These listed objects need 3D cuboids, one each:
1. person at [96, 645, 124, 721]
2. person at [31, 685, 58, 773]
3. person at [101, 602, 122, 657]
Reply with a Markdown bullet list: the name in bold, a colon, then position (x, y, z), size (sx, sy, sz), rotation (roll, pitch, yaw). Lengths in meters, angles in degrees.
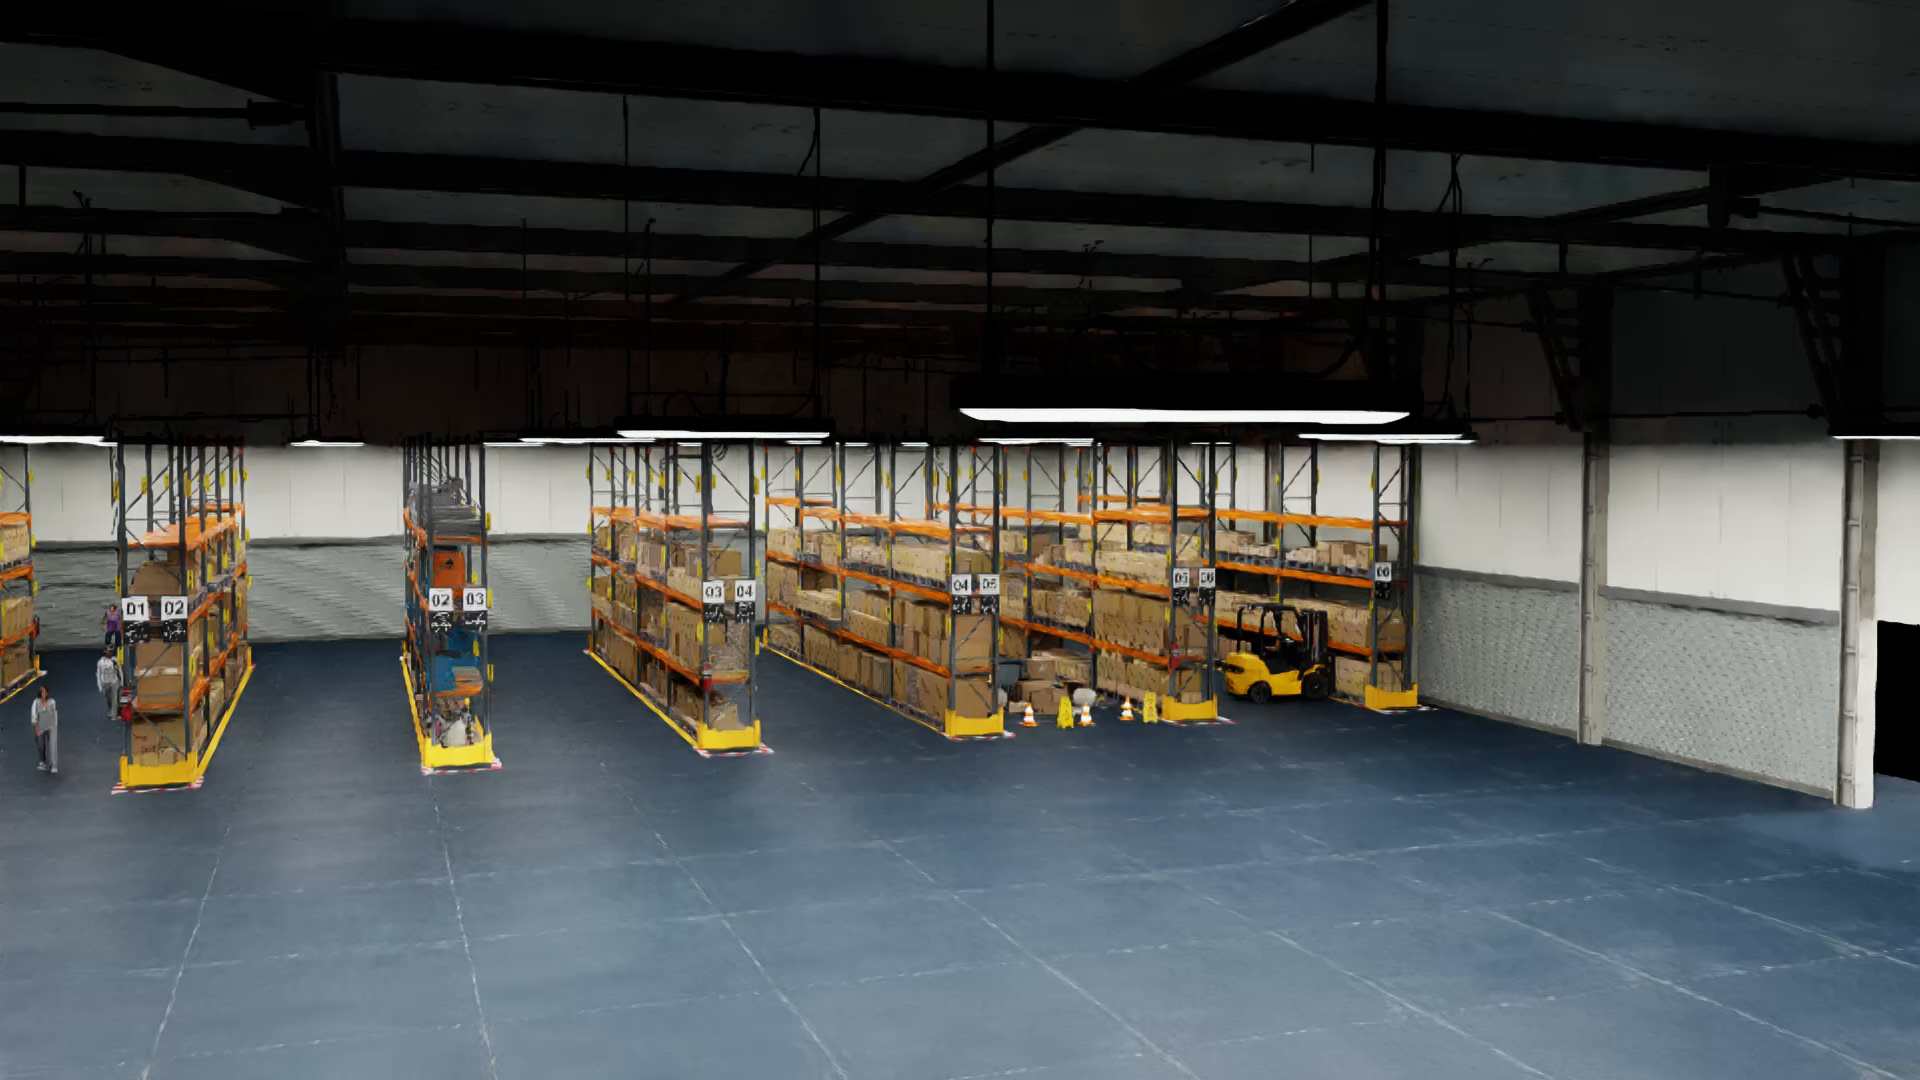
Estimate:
- **person**: position (-17.851, 2.974, 34.897), size (0.495, 1.589, 1.086), rotation (-1, 3, -18)
- **person**: position (-16.114, 3.316, 29.276), size (0.412, 1.531, 0.955), rotation (-2, 4, -28)
- **person**: position (-23.074, 2.449, 45.305), size (0.566, 1.541, 0.519), rotation (-1, 3, -22)
